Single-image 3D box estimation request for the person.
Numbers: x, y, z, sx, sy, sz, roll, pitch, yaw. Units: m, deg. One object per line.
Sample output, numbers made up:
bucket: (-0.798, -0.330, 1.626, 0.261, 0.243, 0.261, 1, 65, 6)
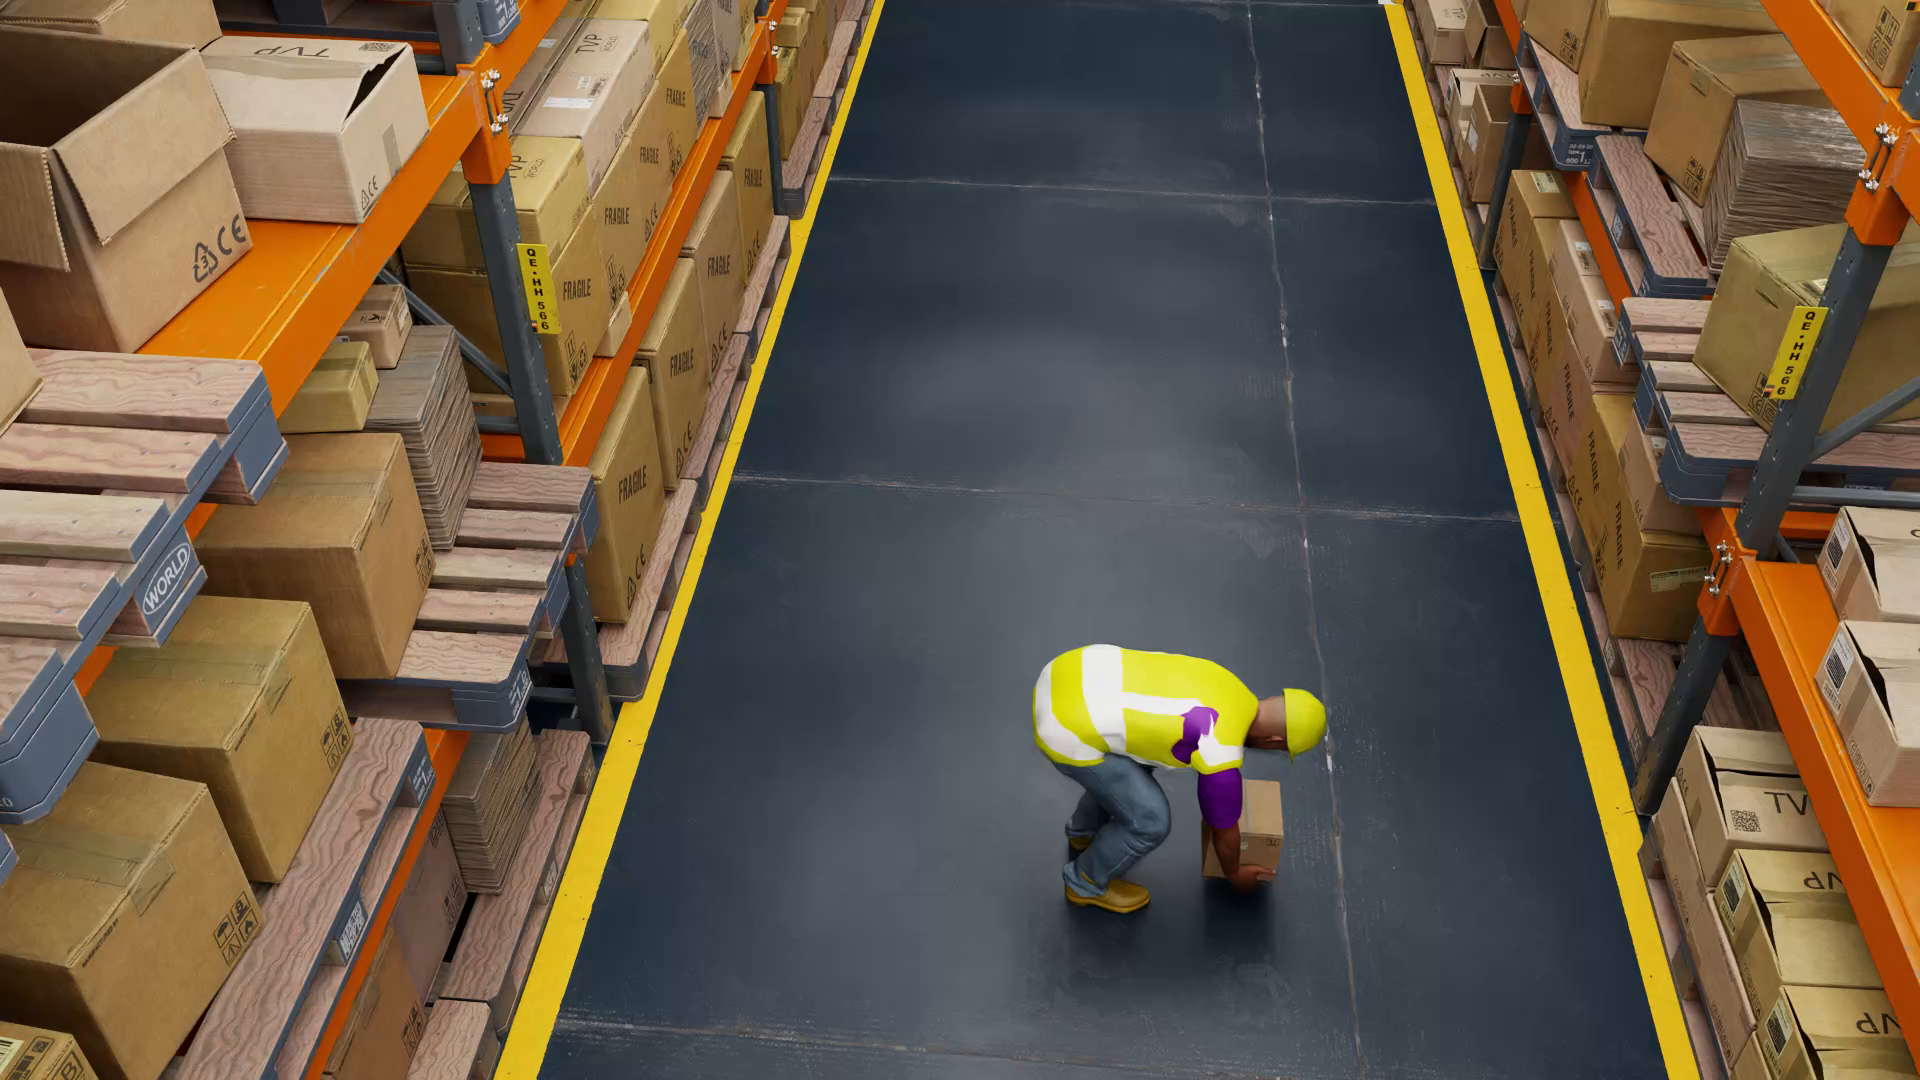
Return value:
person: (0.731, 0.809, 5.737, 0.979, 1.031, 0.493, 1, 40, 2)
